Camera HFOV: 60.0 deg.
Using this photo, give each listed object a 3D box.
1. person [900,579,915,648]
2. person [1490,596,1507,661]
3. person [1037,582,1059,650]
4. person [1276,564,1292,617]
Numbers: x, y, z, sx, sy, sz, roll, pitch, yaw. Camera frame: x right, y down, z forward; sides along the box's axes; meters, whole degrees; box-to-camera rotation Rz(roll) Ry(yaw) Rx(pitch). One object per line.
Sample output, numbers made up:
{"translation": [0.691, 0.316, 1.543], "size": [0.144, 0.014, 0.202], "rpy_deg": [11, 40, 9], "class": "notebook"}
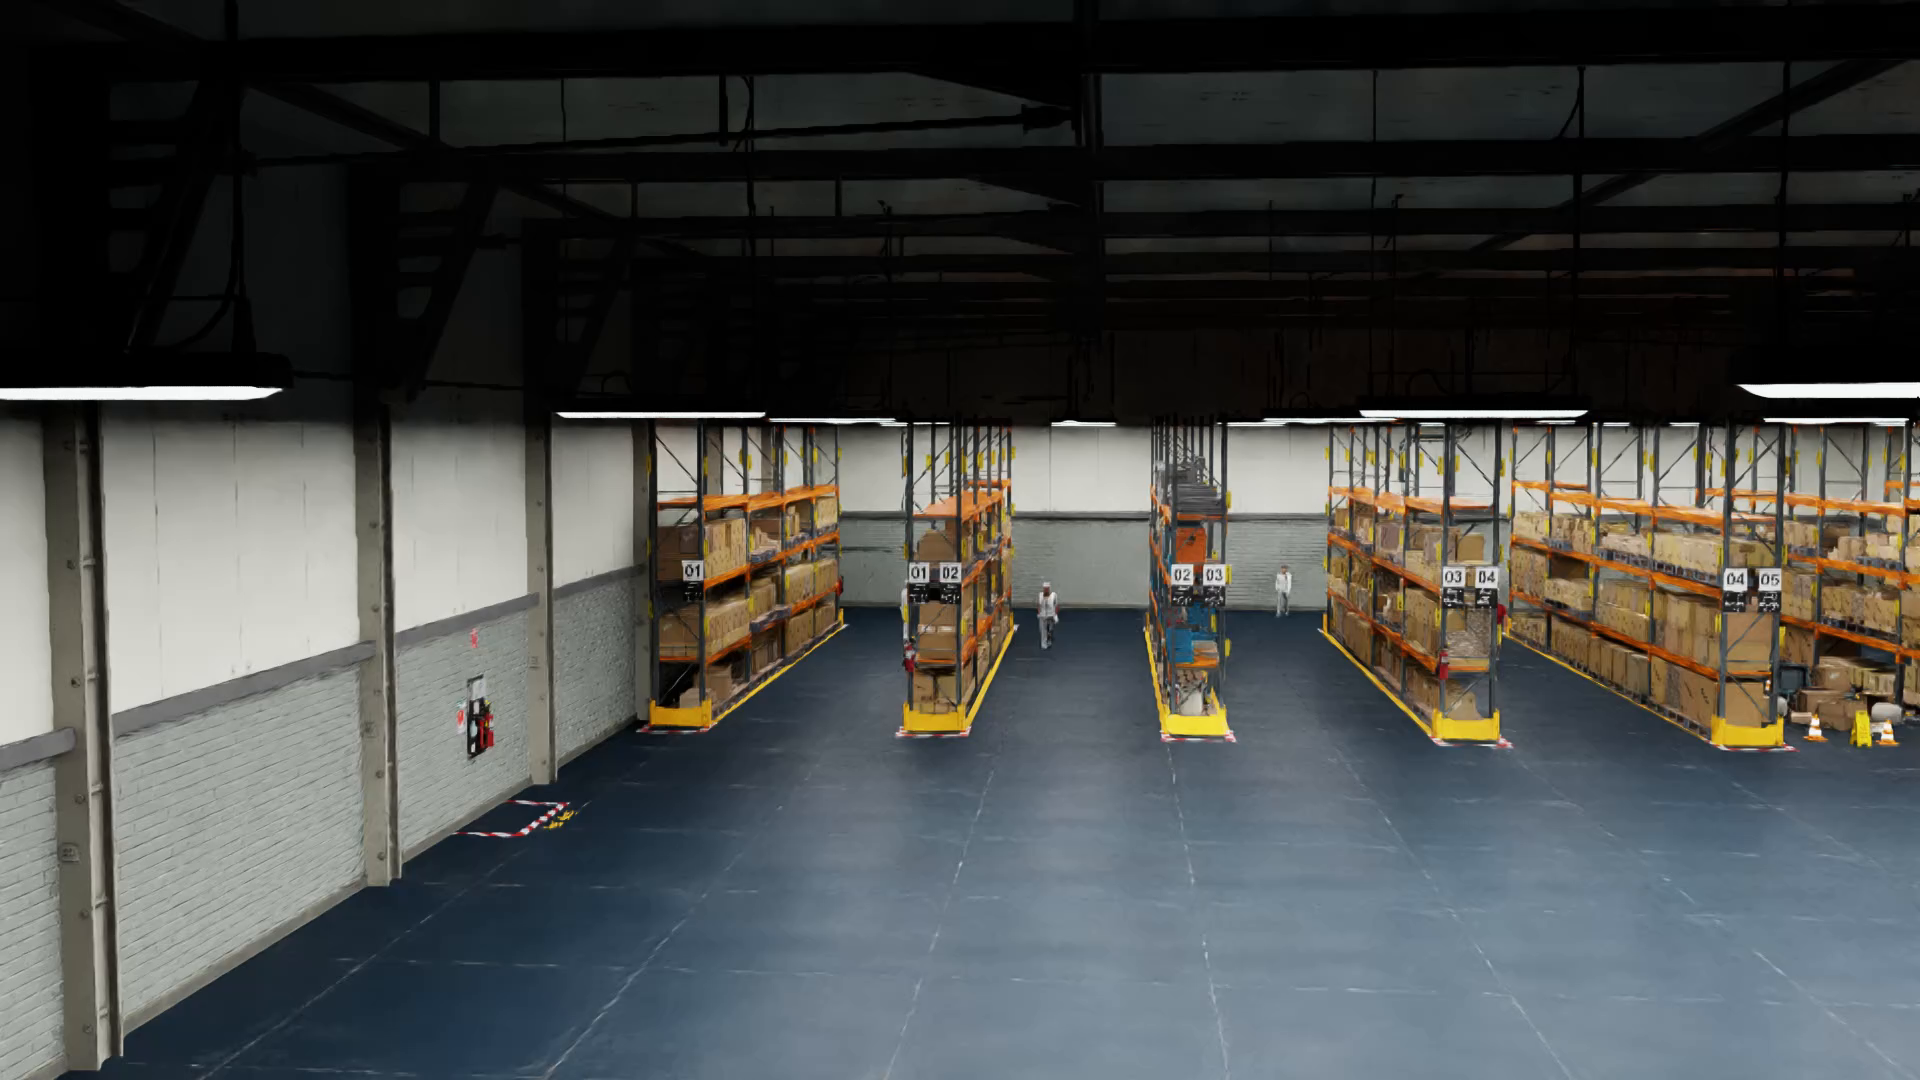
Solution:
{"translation": [-1.319, 1.901, 43.213], "size": [0.466, 1.794, 0.629], "rpy_deg": [-2, 4, -24], "class": "person"}
{"translation": [13.069, 2.148, 40.778], "size": [0.682, 1.676, 0.535], "rpy_deg": [0, 4, 3], "class": "person"}
{"translation": [2.272, 1.947, 43.142], "size": [0.577, 1.716, 1.029], "rpy_deg": [0, 4, 4], "class": "person"}
{"translation": [9.800, 1.511, 50.325], "size": [0.482, 1.621, 0.997], "rpy_deg": [1, 4, 14], "class": "person"}
